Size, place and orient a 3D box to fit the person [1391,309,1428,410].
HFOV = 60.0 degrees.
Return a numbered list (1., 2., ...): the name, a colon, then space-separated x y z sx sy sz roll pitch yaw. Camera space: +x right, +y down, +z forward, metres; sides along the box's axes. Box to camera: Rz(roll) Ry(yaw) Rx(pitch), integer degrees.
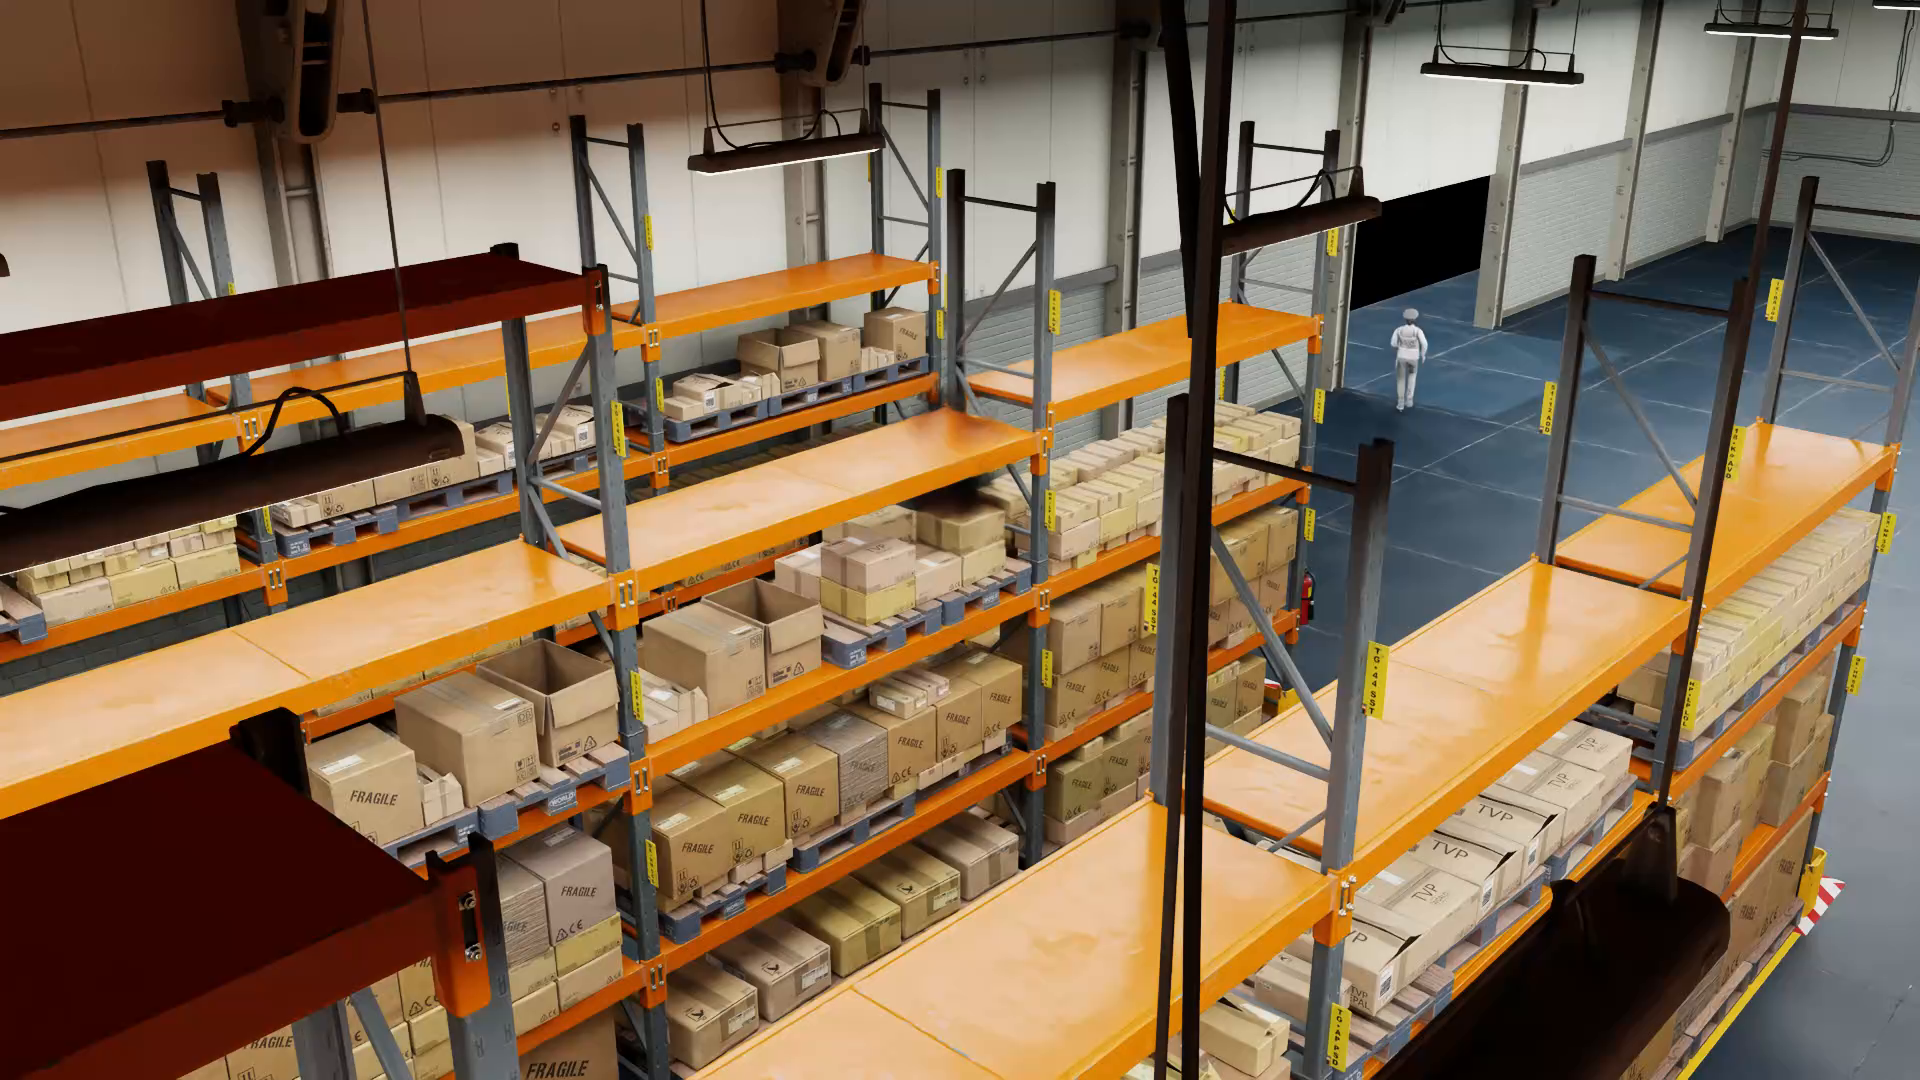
1. person: 7.381 -2.992 27.390 0.593 1.670 0.644 6 22 15
